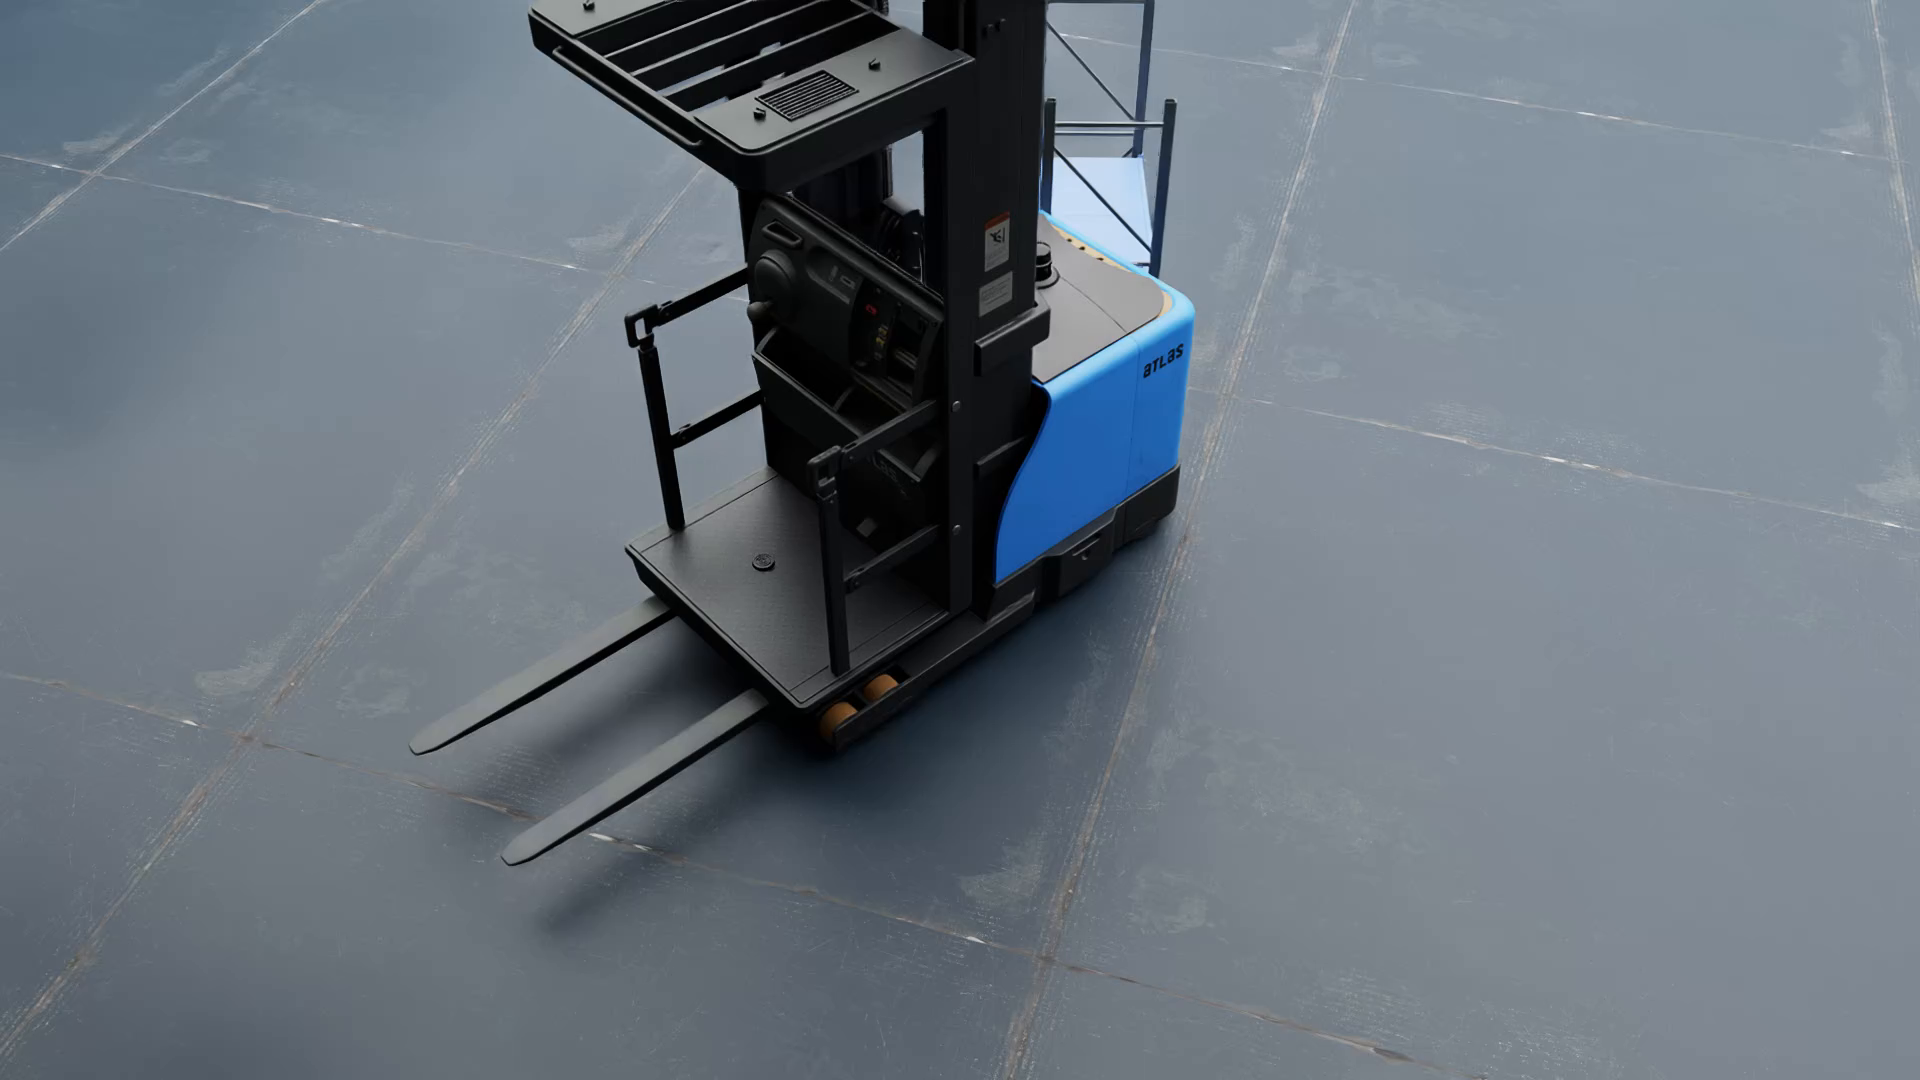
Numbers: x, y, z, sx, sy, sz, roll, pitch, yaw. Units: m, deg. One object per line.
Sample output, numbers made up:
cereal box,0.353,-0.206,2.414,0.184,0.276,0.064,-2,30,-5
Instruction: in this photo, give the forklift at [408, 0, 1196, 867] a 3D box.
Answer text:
forklift,-0.548,-0.717,5.387,3.031,2.935,1.130,-32,53,-29

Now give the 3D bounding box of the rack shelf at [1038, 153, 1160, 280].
rack shelf,0.578,-1.360,7.325,0.538,0.185,1.000,0,44,0

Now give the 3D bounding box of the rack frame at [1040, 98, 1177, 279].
rack frame,0.572,-1.133,6.836,0.500,1.500,0.032,0,44,0

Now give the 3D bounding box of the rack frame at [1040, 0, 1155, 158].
rack frame,0.583,-1.844,7.562,0.500,1.500,0.032,0,44,0

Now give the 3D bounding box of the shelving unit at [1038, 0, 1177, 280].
shelving unit,0.578,-1.489,7.199,0.538,1.500,1.048,0,44,0
